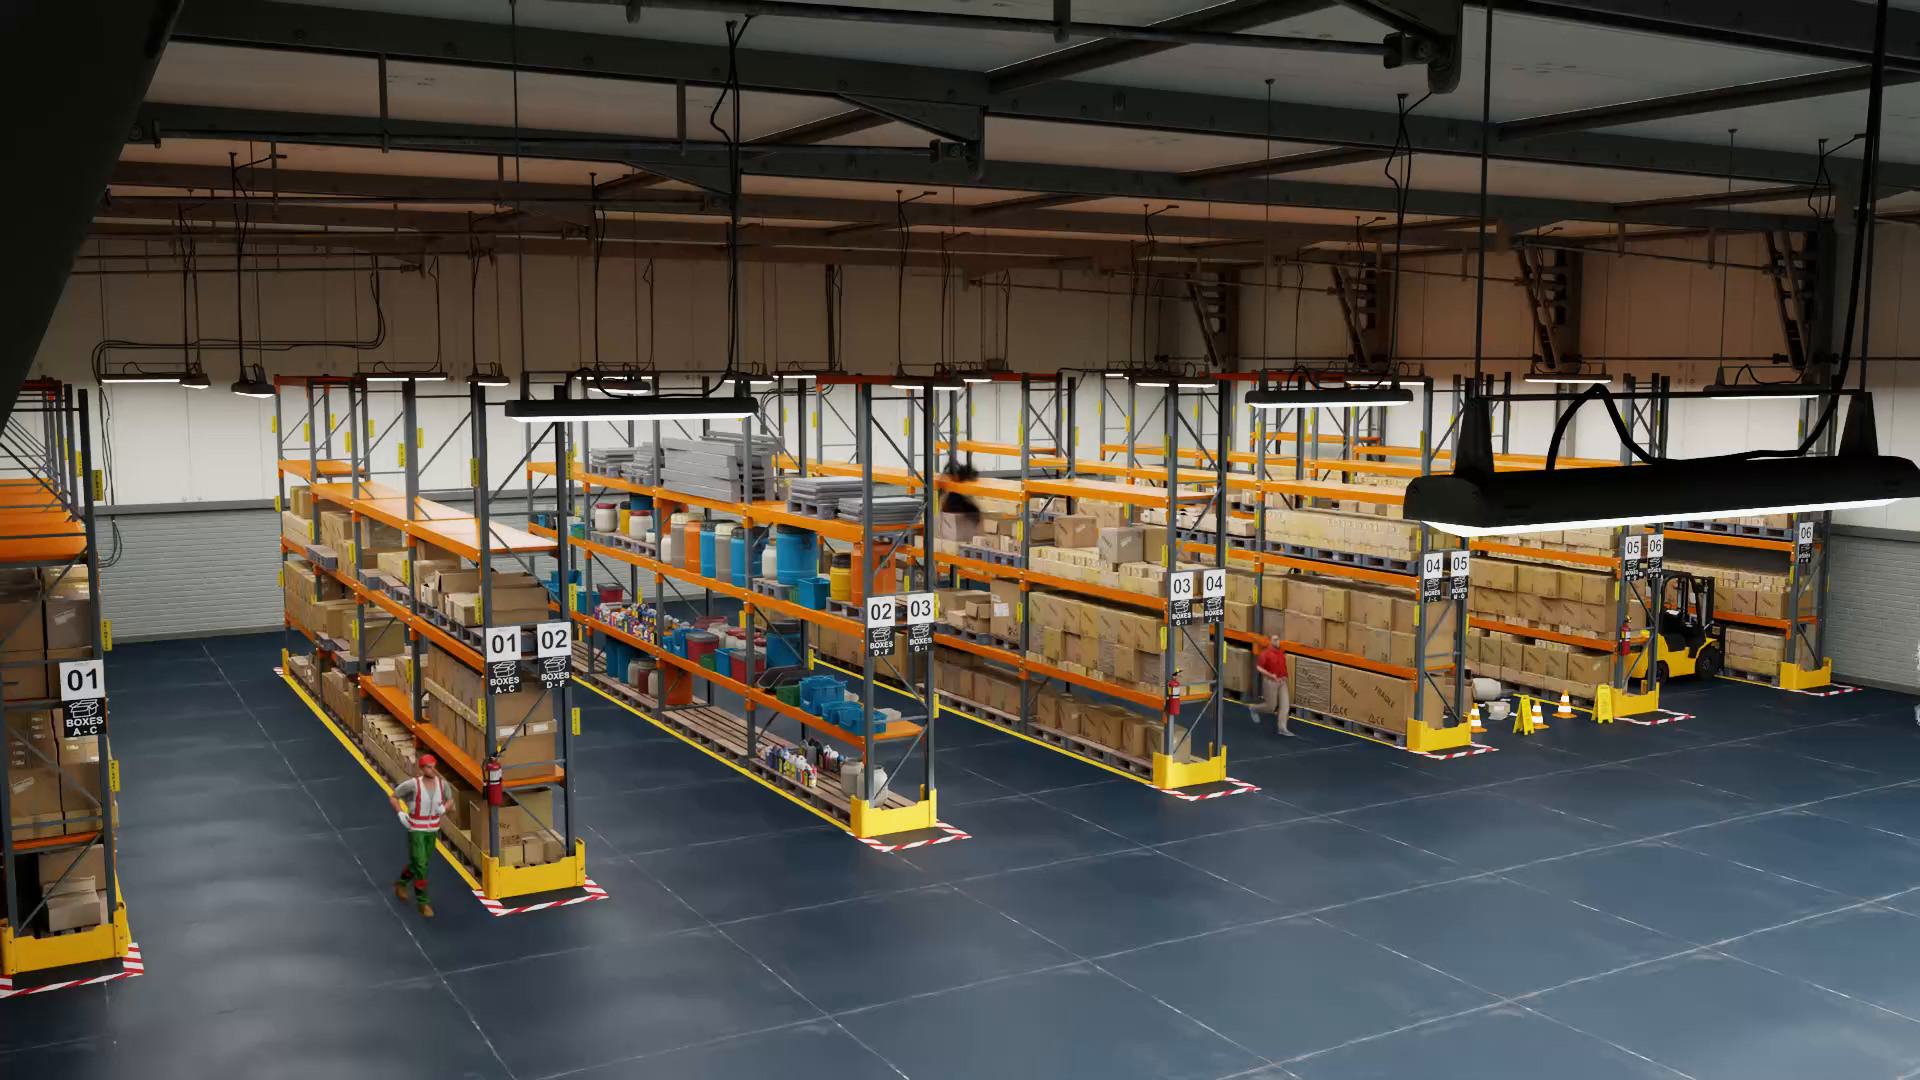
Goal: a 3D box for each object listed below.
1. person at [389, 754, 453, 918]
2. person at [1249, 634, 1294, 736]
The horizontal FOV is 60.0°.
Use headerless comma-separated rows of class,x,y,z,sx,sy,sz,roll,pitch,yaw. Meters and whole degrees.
person,-6.192,3.364,19.232,0.908,1.811,0.682,6,8,42
person,5.315,2.425,28.085,0.678,1.692,0.917,-4,7,-32
